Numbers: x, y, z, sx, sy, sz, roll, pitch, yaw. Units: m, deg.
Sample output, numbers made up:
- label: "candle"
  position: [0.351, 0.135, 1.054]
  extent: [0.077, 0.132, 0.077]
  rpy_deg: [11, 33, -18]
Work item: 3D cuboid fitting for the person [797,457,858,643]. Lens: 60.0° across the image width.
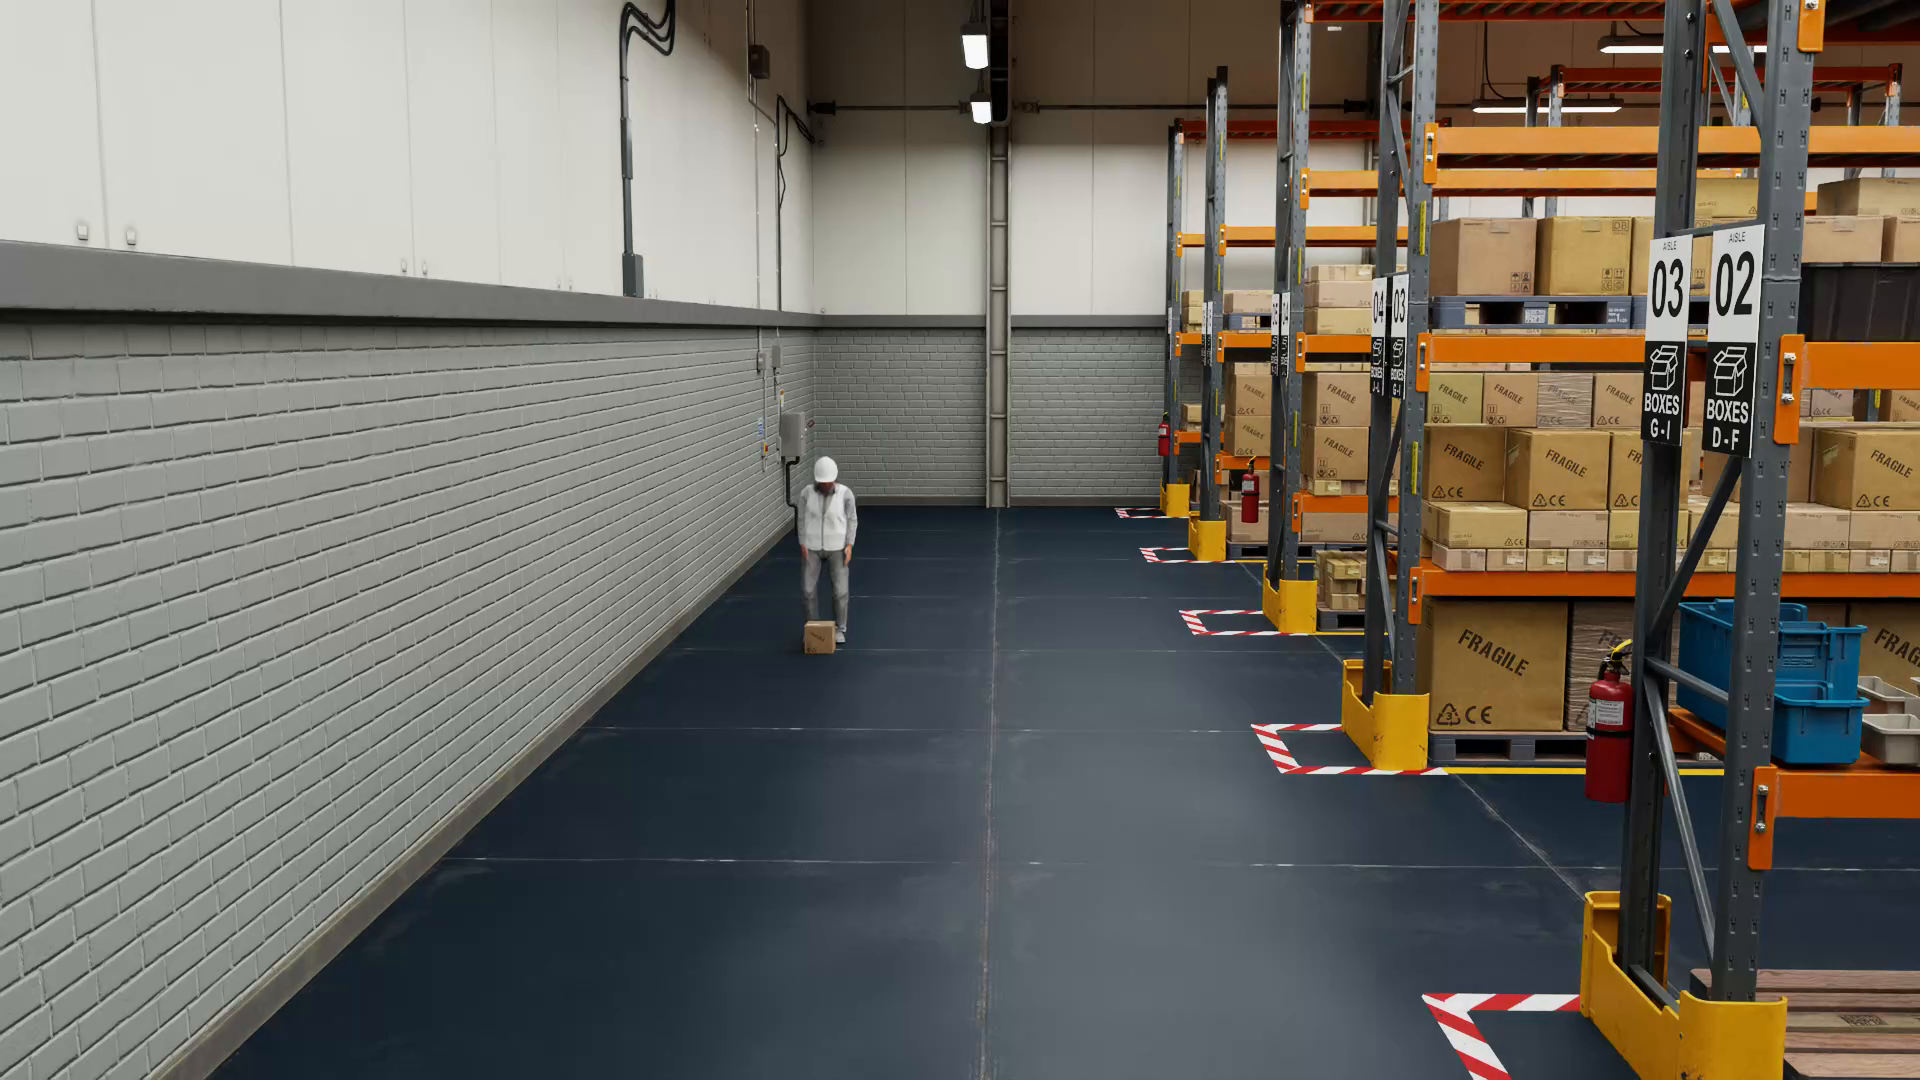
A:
- label: "person"
  position: [-1.213, 0.087, 15.224]
  extent: [0.560, 1.719, 0.476]
  rpy_deg: [0, 7, 3]
